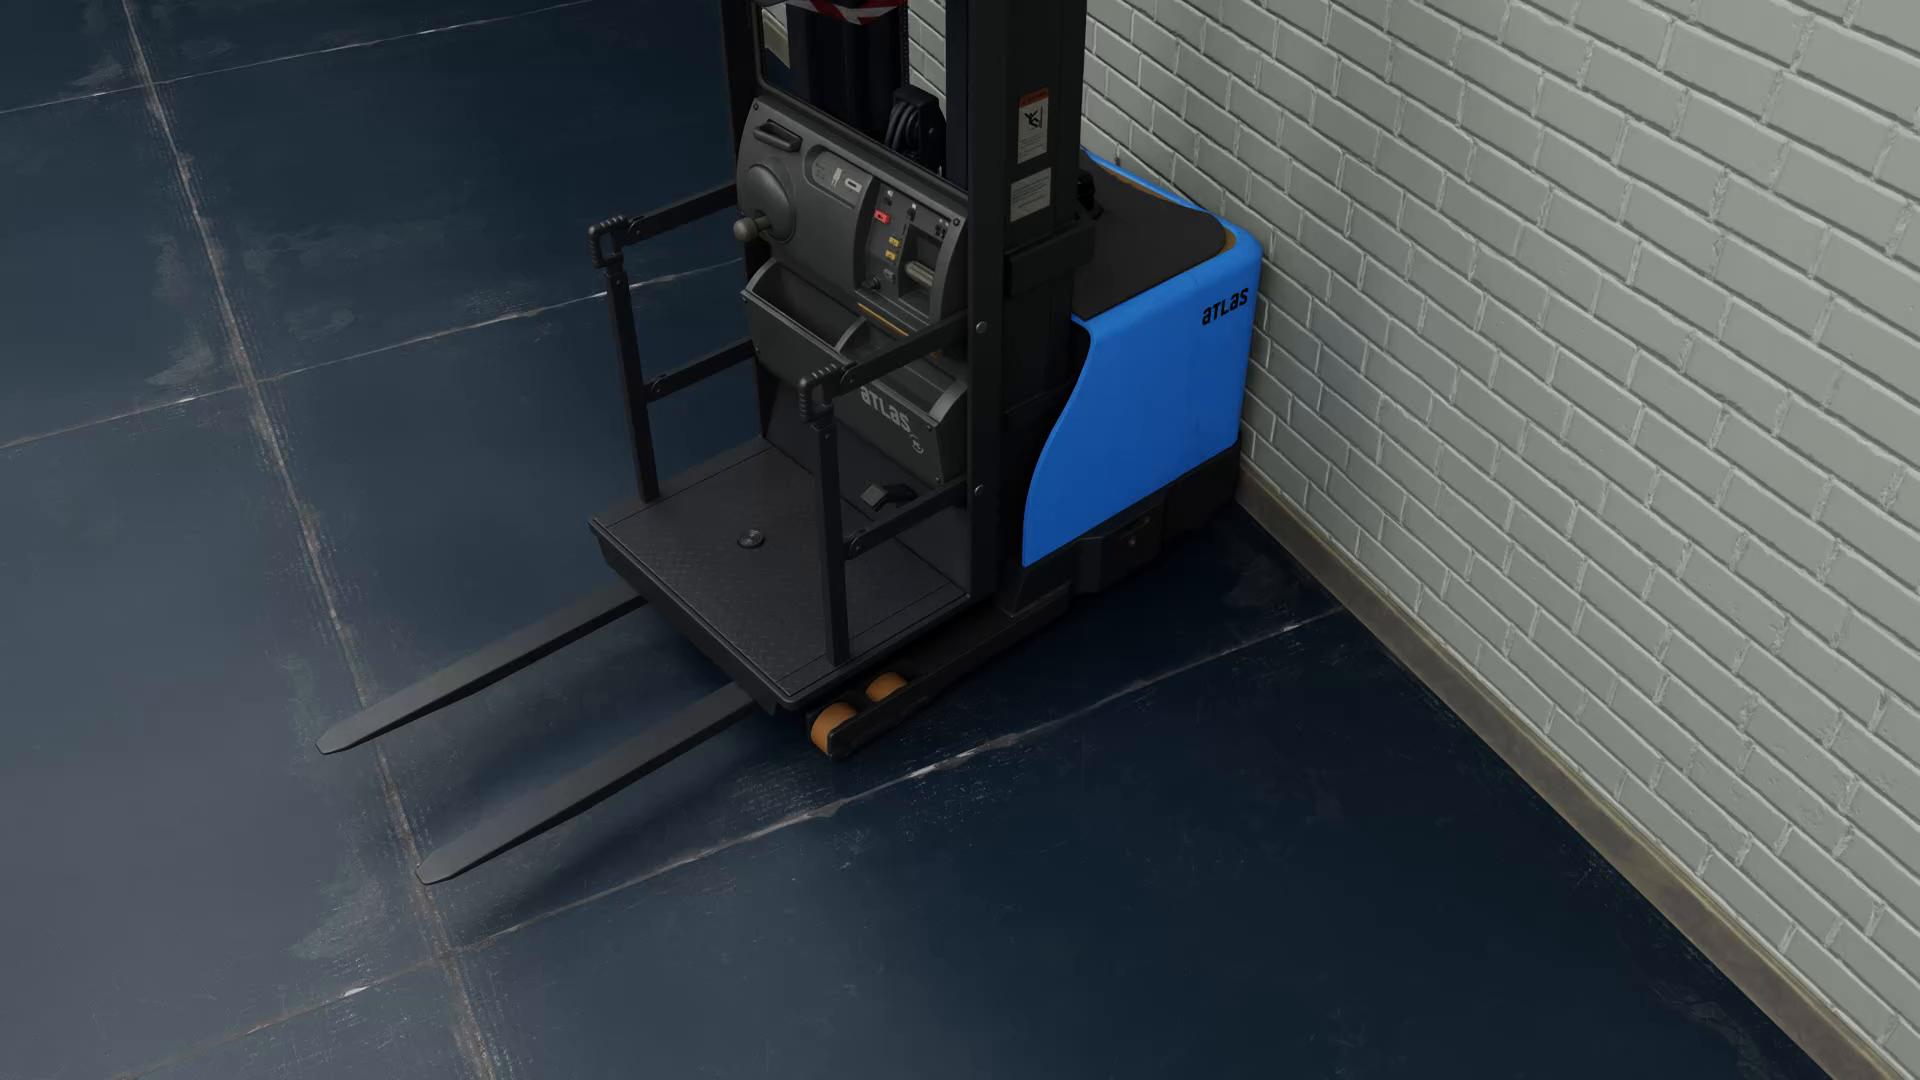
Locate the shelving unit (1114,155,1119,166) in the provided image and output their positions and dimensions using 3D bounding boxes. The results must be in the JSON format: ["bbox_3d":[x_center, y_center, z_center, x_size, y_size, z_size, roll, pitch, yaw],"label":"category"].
[{"bbox_3d":[0.499,-0.951,6.174,0.210,0.900,0.258,-16,45,-23],"label":"shelving unit"}]

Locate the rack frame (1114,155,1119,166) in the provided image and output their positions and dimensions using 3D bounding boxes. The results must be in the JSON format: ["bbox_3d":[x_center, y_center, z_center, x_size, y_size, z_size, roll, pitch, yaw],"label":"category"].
[{"bbox_3d":[0.589,-0.978,6.214,0.006,0.900,0.240,-16,45,-23],"label":"rack frame"}]

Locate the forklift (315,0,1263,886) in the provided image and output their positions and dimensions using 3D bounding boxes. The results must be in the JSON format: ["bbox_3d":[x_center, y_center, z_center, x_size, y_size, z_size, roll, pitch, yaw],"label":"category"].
[{"bbox_3d":[-0.475,-0.852,4.488,3.031,2.935,1.130,-29,48,-30],"label":"forklift"}]
